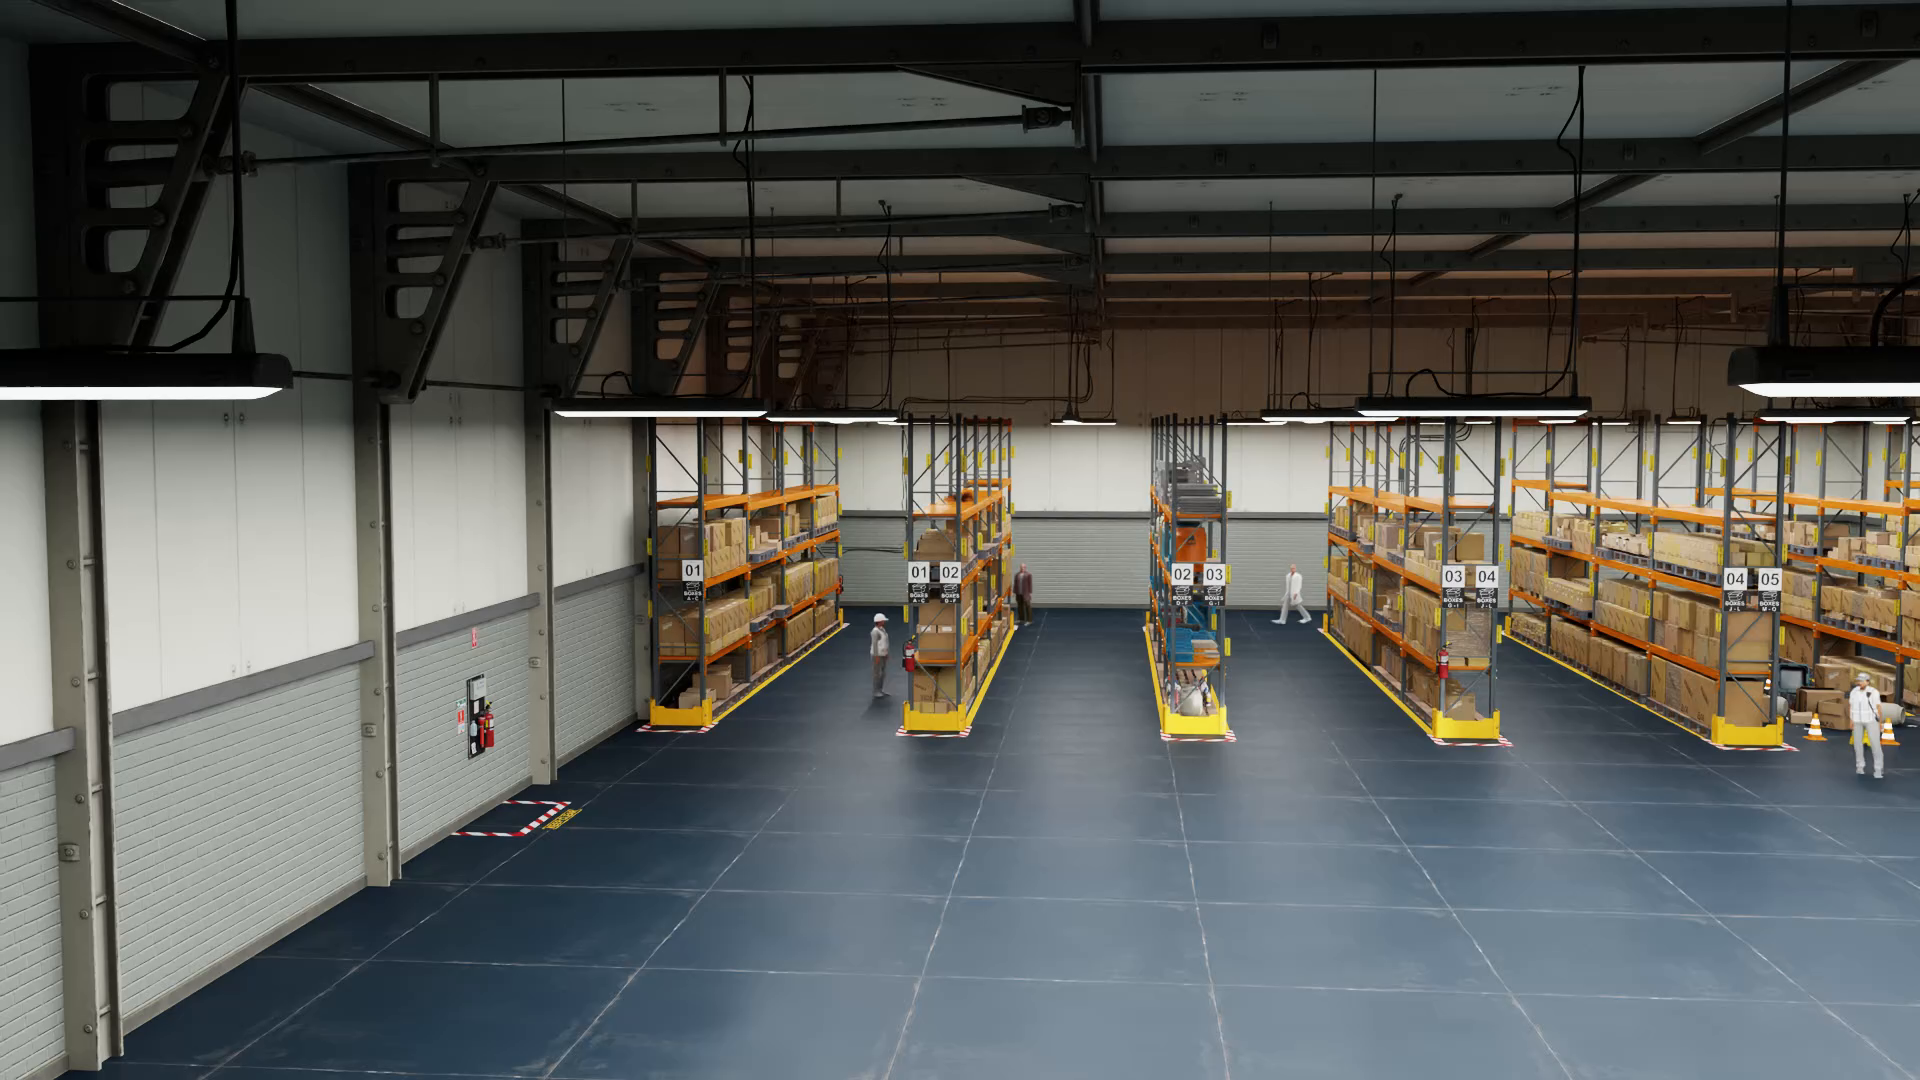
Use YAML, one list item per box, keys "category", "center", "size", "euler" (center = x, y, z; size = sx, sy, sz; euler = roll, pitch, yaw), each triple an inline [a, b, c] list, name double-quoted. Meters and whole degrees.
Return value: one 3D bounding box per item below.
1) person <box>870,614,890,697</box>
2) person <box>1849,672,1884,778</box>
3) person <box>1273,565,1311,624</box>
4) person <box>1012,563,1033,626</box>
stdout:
- category: "person"
  center: [-1.708, 2.449, 35.409]
  size: [0.378, 1.782, 0.564]
  euler: [1, 4, 17]
- category: "person"
  center: [15.012, 3.041, 27.521]
  size: [0.459, 1.679, 0.620]
  euler: [-3, 5, -40]
- category: "person"
  center: [9.696, 1.590, 48.453]
  size: [1.116, 1.743, 0.638]
  euler: [-2, 4, -24]
- category: "person"
  center: [1.801, 1.588, 48.523]
  size: [0.633, 1.821, 0.410]
  euler: [3, 5, 35]
